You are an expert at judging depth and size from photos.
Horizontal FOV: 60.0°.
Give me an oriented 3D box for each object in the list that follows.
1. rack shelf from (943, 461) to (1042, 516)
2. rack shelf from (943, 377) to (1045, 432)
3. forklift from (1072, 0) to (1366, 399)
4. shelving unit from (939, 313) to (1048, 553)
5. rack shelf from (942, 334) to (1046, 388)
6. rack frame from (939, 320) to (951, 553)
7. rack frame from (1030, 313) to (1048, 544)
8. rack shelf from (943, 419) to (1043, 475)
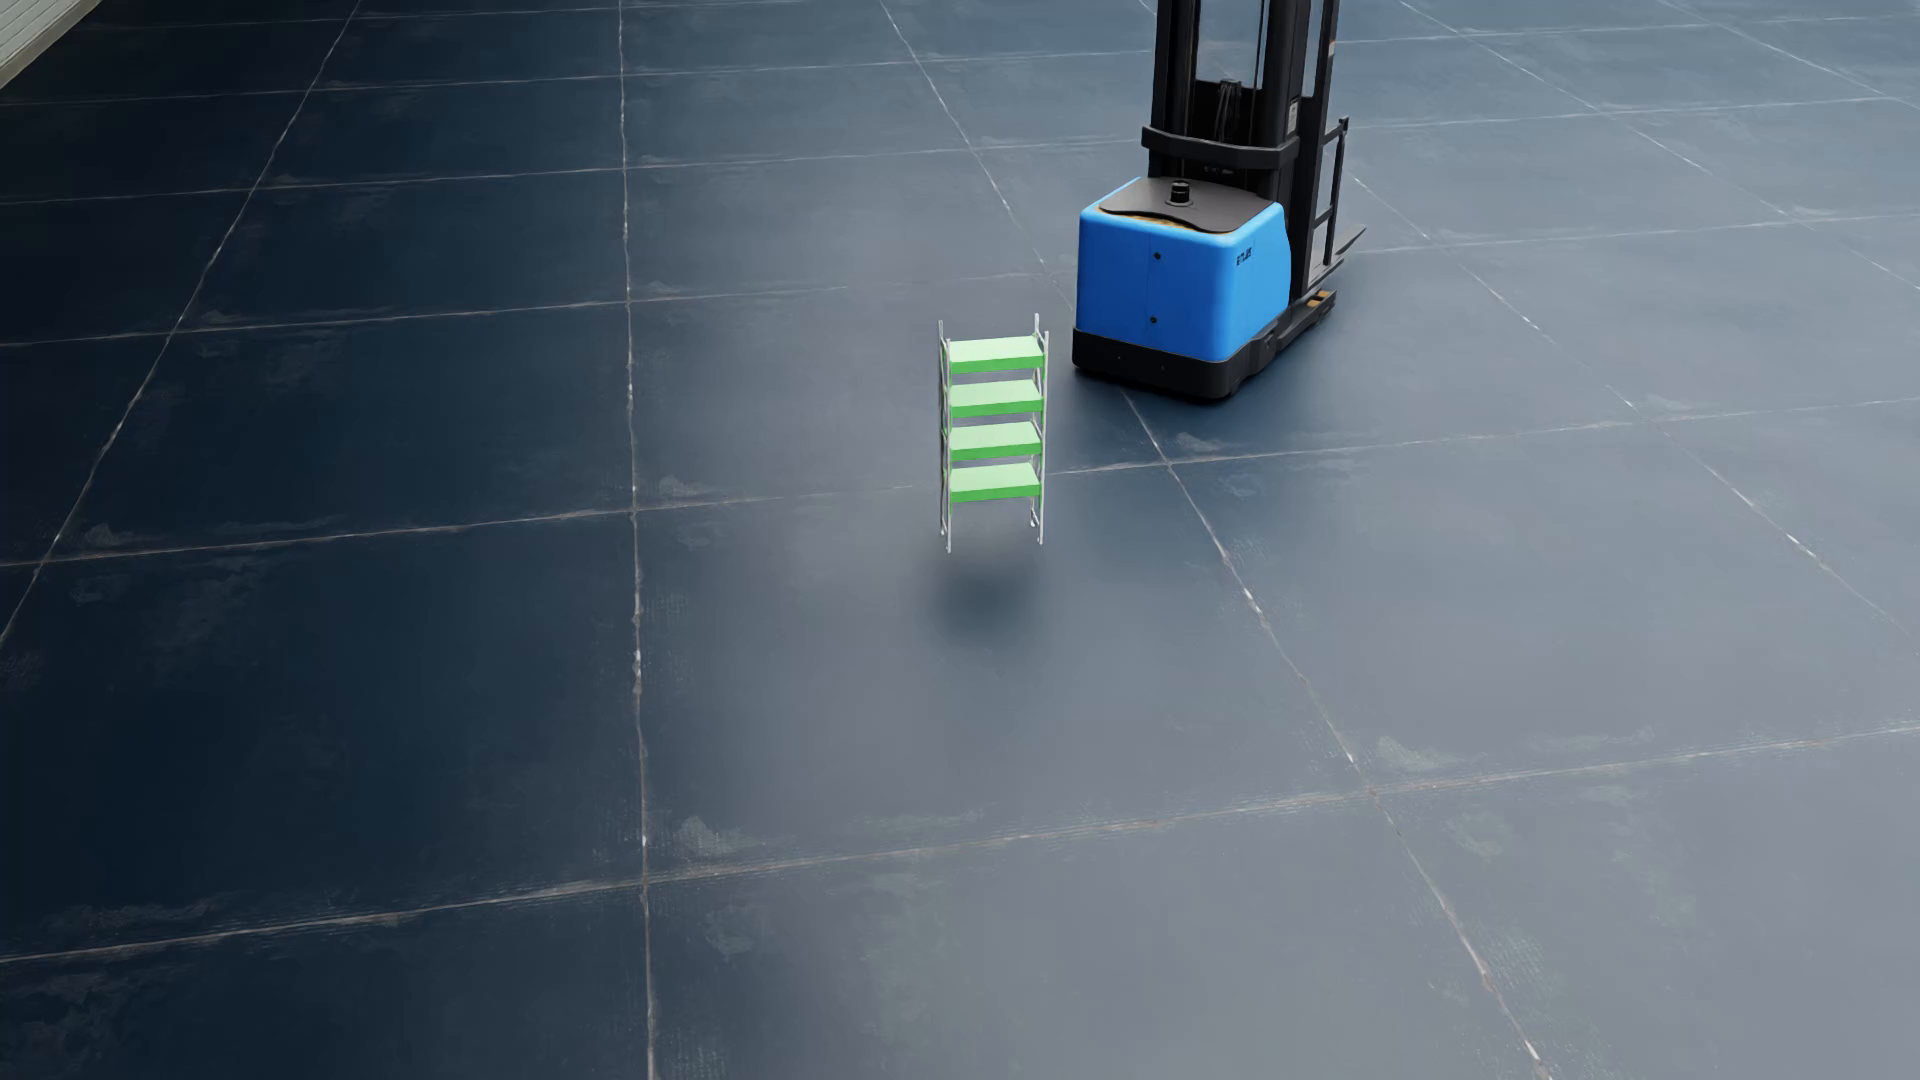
[{"bbox_3d":[0.163,-0.270,8.626,0.480,0.148,0.258,-5,31,-9],"label":"rack shelf"},{"bbox_3d":[0.163,-0.684,8.382,0.480,0.148,0.258,-5,31,-9],"label":"rack shelf"},{"bbox_3d":[1.912,-2.828,10.668,1.130,2.935,3.031,17,35,27],"label":"forklift"},{"bbox_3d":[0.163,-0.532,8.472,0.503,1.200,0.258,-5,31,-9],"label":"shelving unit"},{"bbox_3d":[0.163,-0.891,8.261,0.480,0.148,0.258,-5,31,-9],"label":"rack shelf"},{"bbox_3d":[-0.077,-0.510,8.434,0.015,1.200,0.240,-5,31,-9],"label":"rack frame"},{"bbox_3d":[0.403,-0.555,8.509,0.015,1.200,0.240,-5,31,-9],"label":"rack frame"},{"bbox_3d":[0.163,-0.477,8.504,0.480,0.148,0.258,-5,31,-9],"label":"rack shelf"}]
